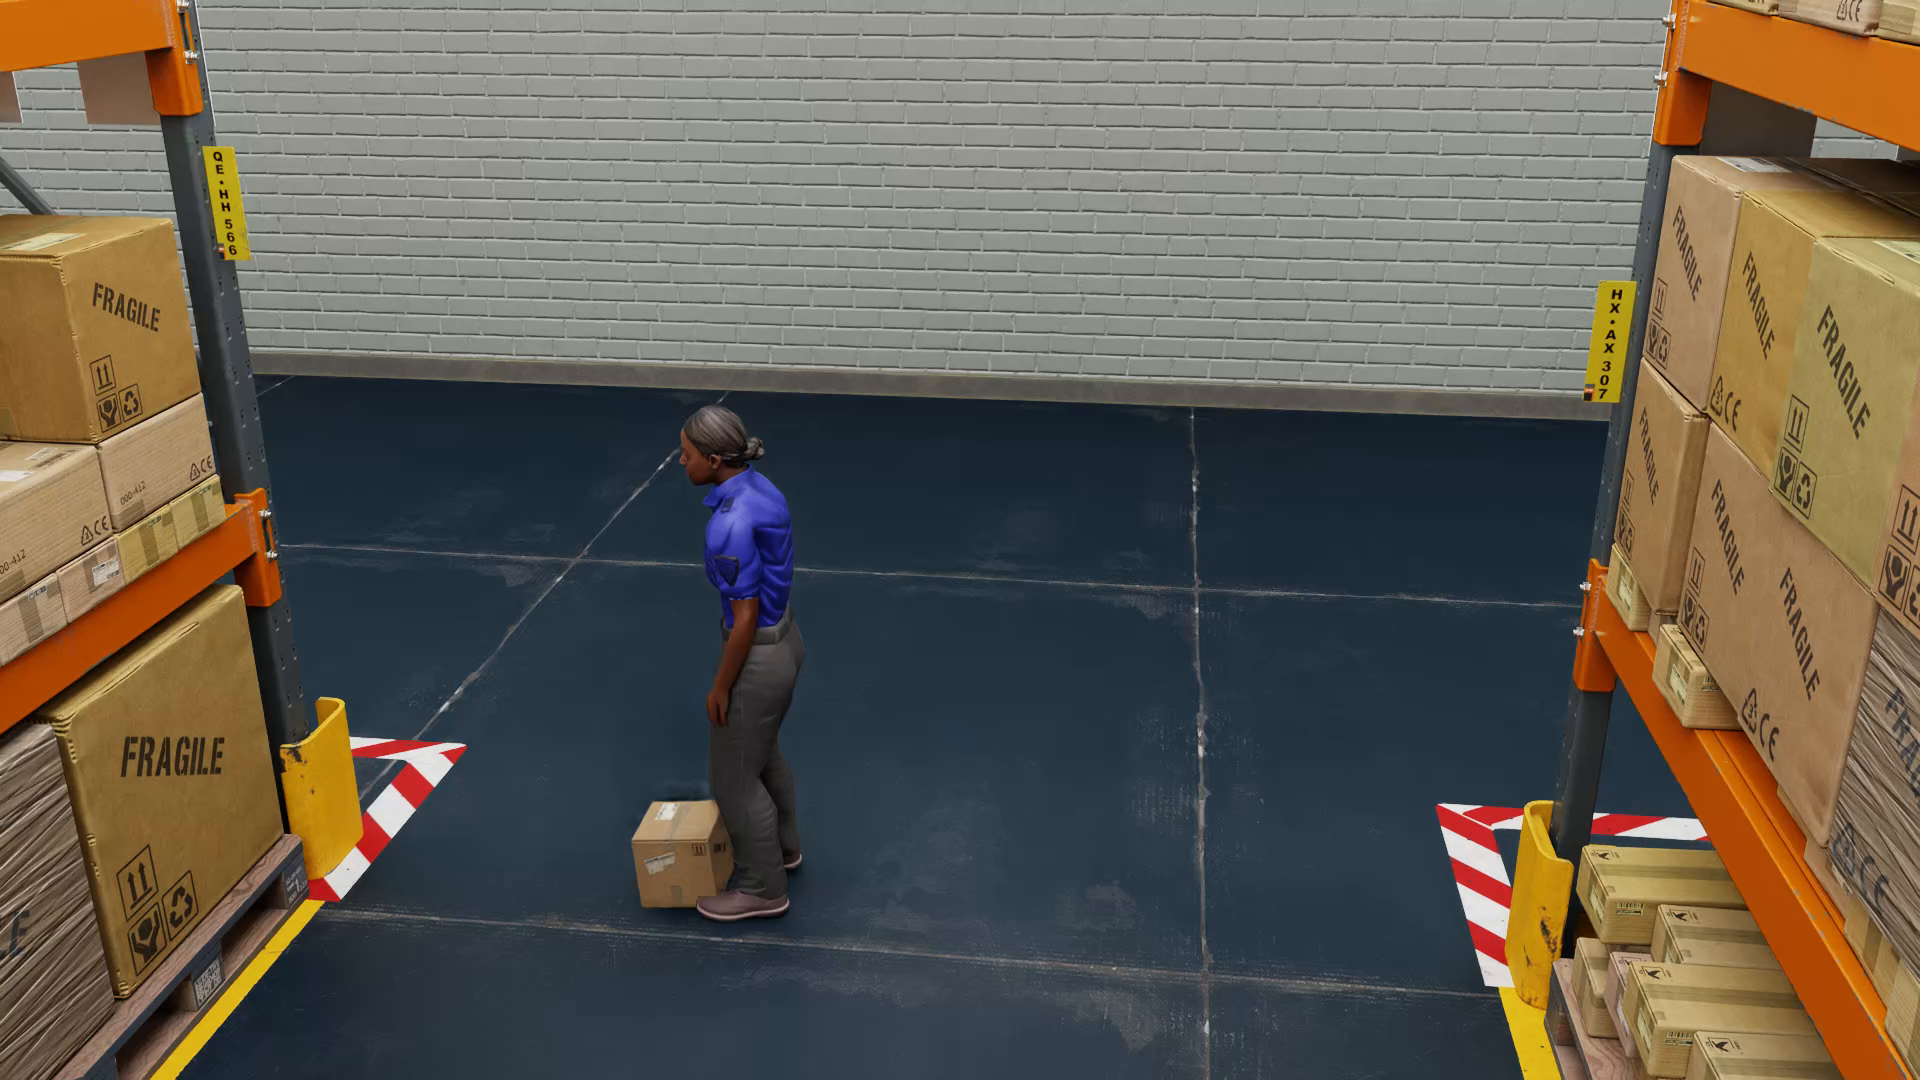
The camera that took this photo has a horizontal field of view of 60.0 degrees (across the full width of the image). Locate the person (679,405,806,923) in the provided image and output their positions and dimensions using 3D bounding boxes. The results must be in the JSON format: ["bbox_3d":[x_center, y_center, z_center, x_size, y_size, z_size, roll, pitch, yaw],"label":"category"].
[{"bbox_3d":[-0.658,0.373,5.133,0.343,1.656,0.503,2,21,5],"label":"person"}]
